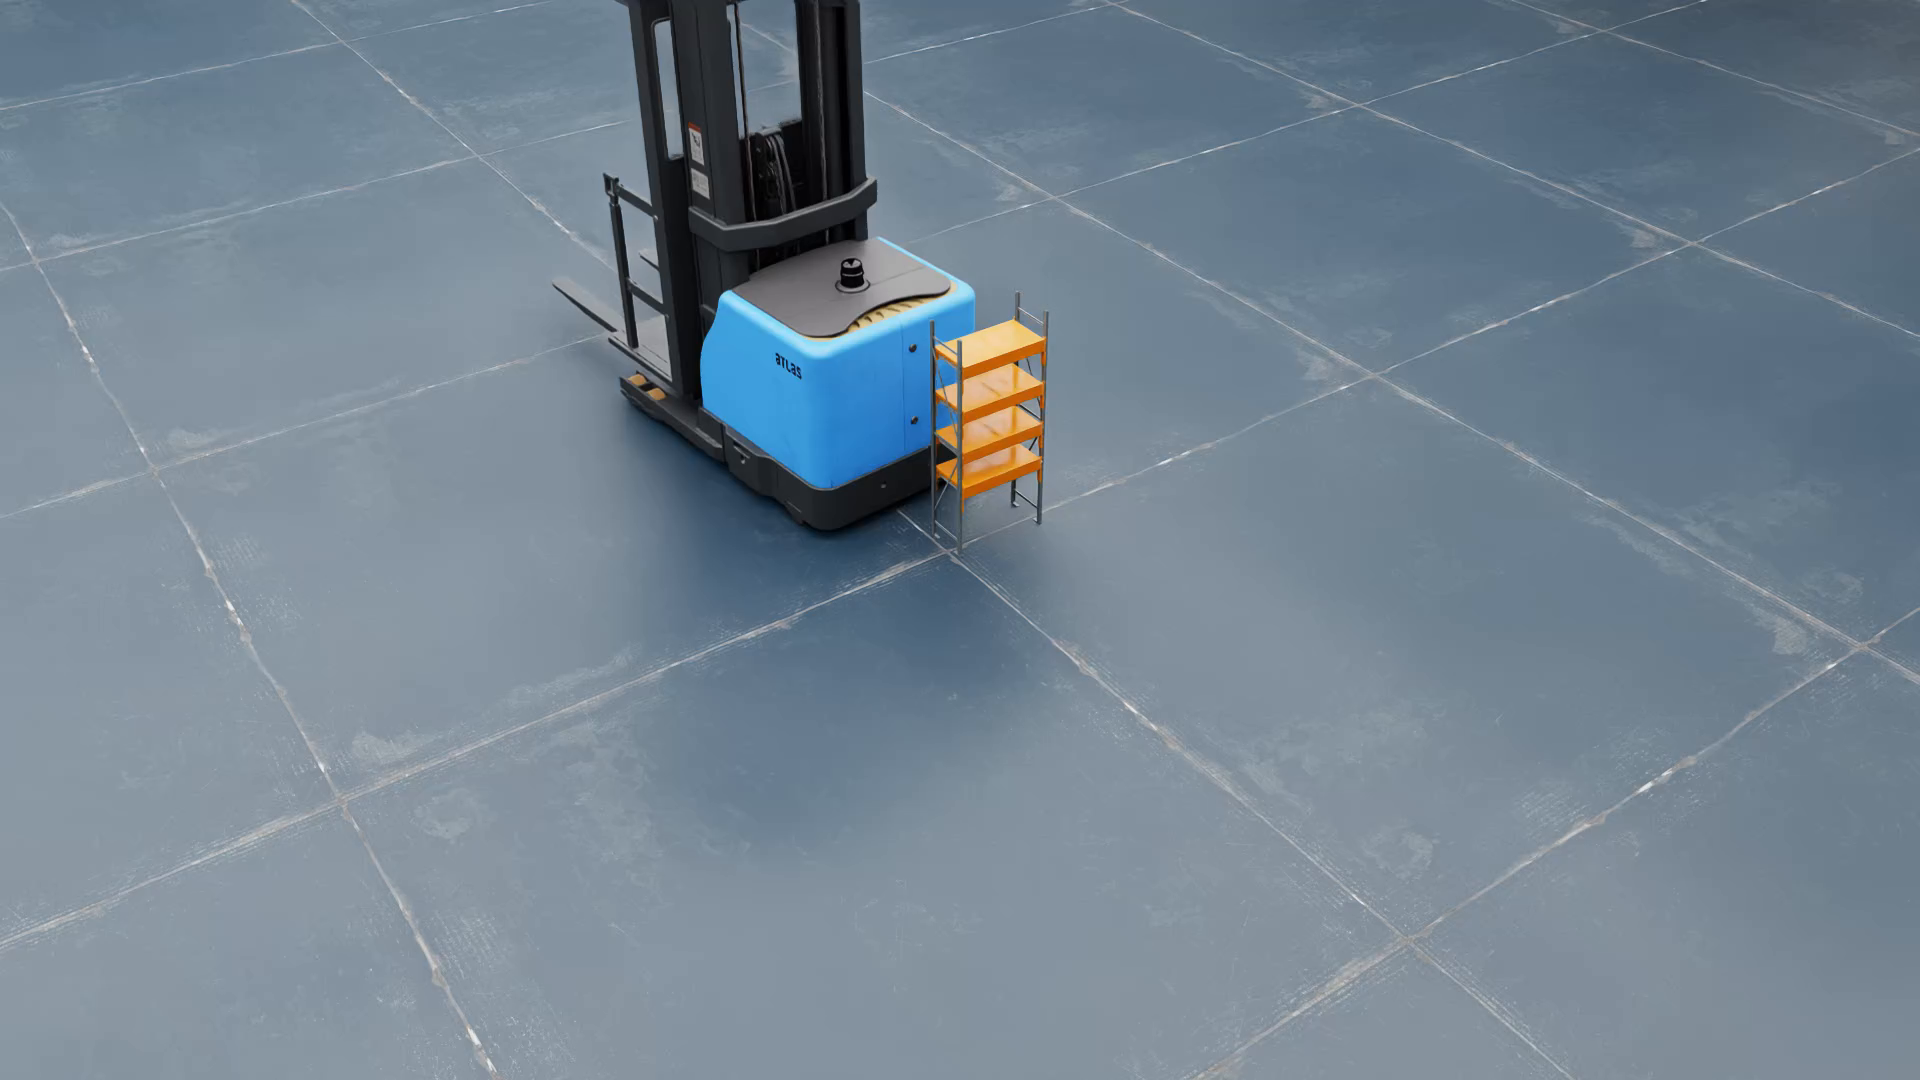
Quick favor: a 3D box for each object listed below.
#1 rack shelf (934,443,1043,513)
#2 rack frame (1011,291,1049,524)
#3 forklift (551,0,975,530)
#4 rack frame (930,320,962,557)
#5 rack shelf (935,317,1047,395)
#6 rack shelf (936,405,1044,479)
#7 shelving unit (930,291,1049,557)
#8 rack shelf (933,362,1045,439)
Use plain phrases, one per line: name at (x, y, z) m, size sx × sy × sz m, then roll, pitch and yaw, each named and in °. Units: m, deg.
rack shelf at (0.135, -0.327, 8.132) m, size 0.480 × 0.148 × 0.258 m, roll -22°, pitch 41°, yaw -28°
rack frame at (0.335, -0.625, 8.091) m, size 0.015 × 1.200 × 0.240 m, roll -22°, pitch 41°, yaw -28°
forklift at (-1.241, -2.028, 8.559) m, size 1.130 × 2.935 × 3.031 m, roll -26°, pitch 43°, yaw -32°
rack frame at (-0.064, -0.461, 7.863) m, size 0.015 × 1.200 × 0.240 m, roll -22°, pitch 41°, yaw -28°
rack shelf at (0.135, -0.862, 7.748) m, size 0.480 × 0.148 × 0.258 m, roll -22°, pitch 41°, yaw -28°
rack shelf at (0.135, -0.488, 8.016) m, size 0.480 × 0.148 × 0.258 m, roll -22°, pitch 41°, yaw -28°
shelving unit at (0.135, -0.543, 7.977) m, size 0.503 × 1.200 × 0.258 m, roll -22°, pitch 41°, yaw -28°
rack shelf at (0.135, -0.670, 7.886) m, size 0.480 × 0.148 × 0.258 m, roll -22°, pitch 41°, yaw -28°
